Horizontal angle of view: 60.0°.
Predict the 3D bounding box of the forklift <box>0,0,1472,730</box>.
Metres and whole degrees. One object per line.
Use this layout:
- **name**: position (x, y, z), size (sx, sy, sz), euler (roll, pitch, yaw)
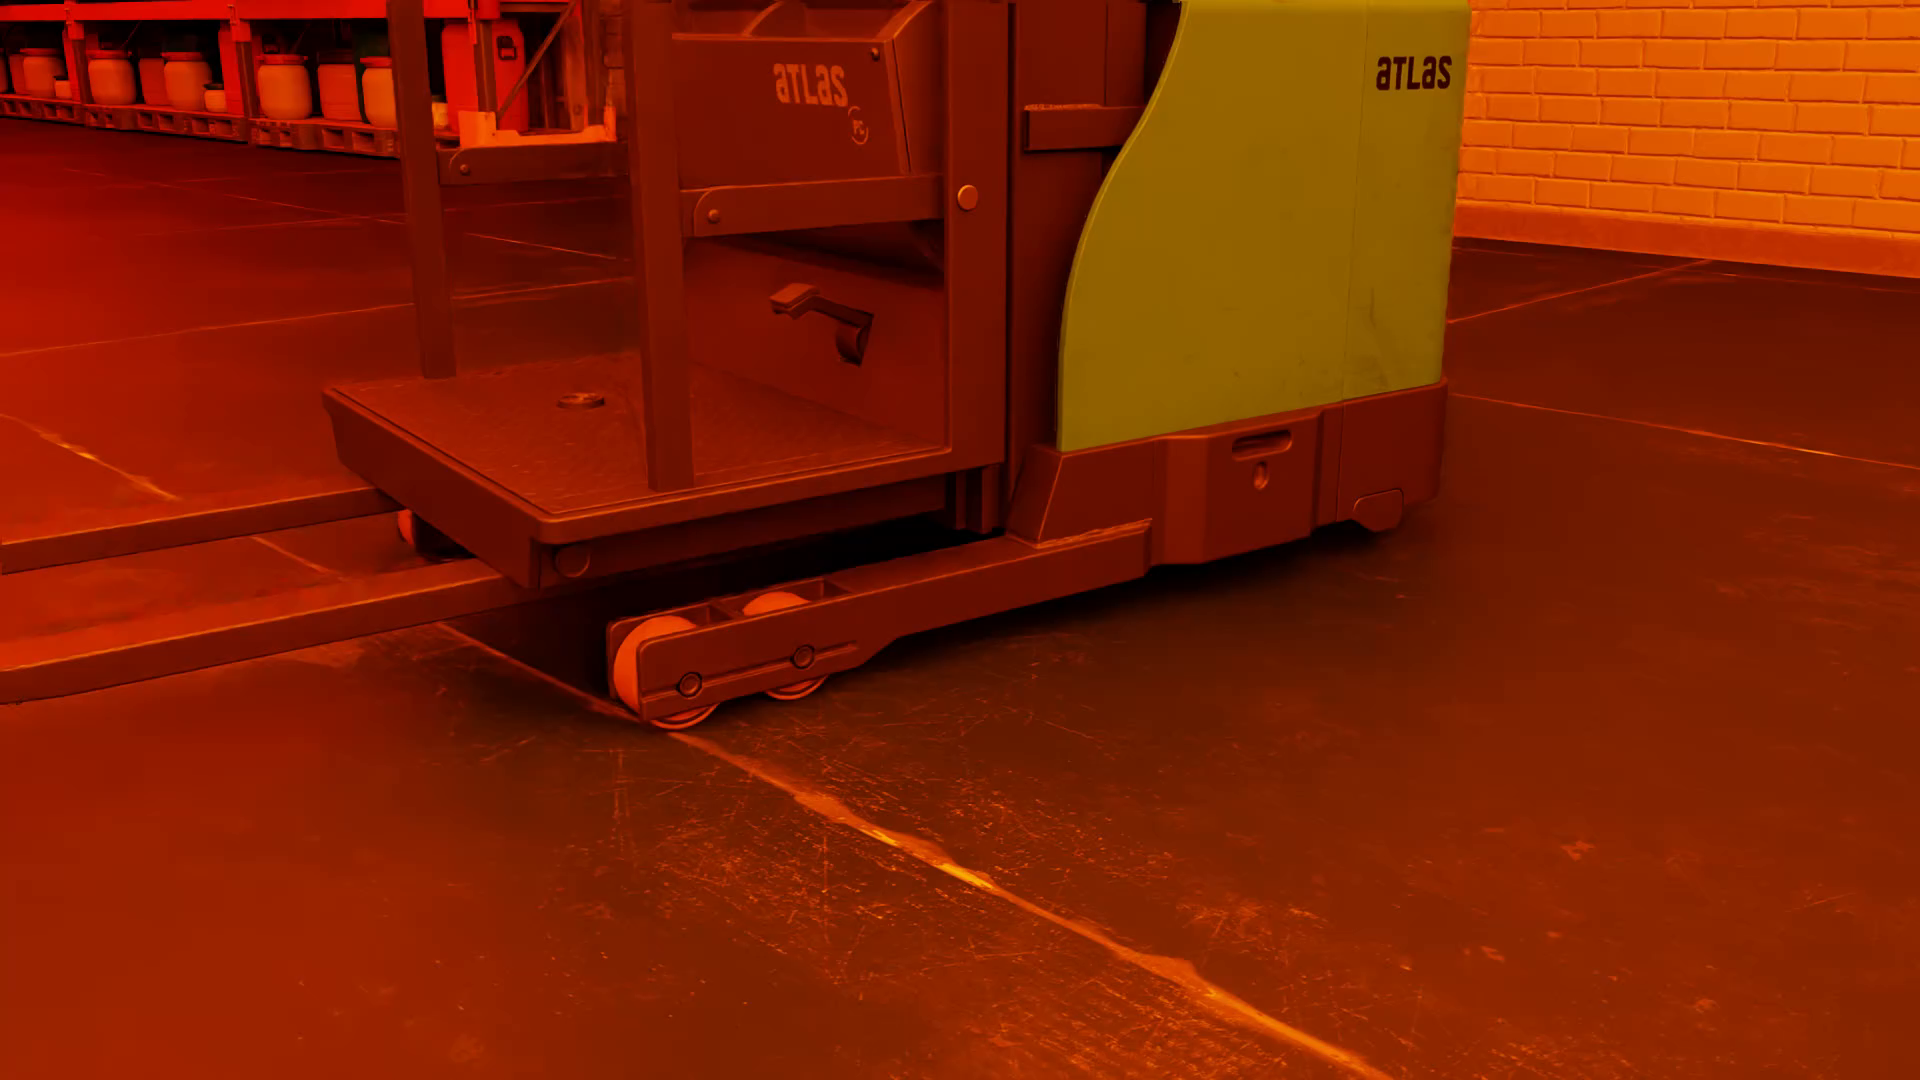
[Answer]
- **forklift**: position (-0.493, -1.295, 2.619), size (3.031, 2.935, 1.130), euler (-12, 21, -34)
